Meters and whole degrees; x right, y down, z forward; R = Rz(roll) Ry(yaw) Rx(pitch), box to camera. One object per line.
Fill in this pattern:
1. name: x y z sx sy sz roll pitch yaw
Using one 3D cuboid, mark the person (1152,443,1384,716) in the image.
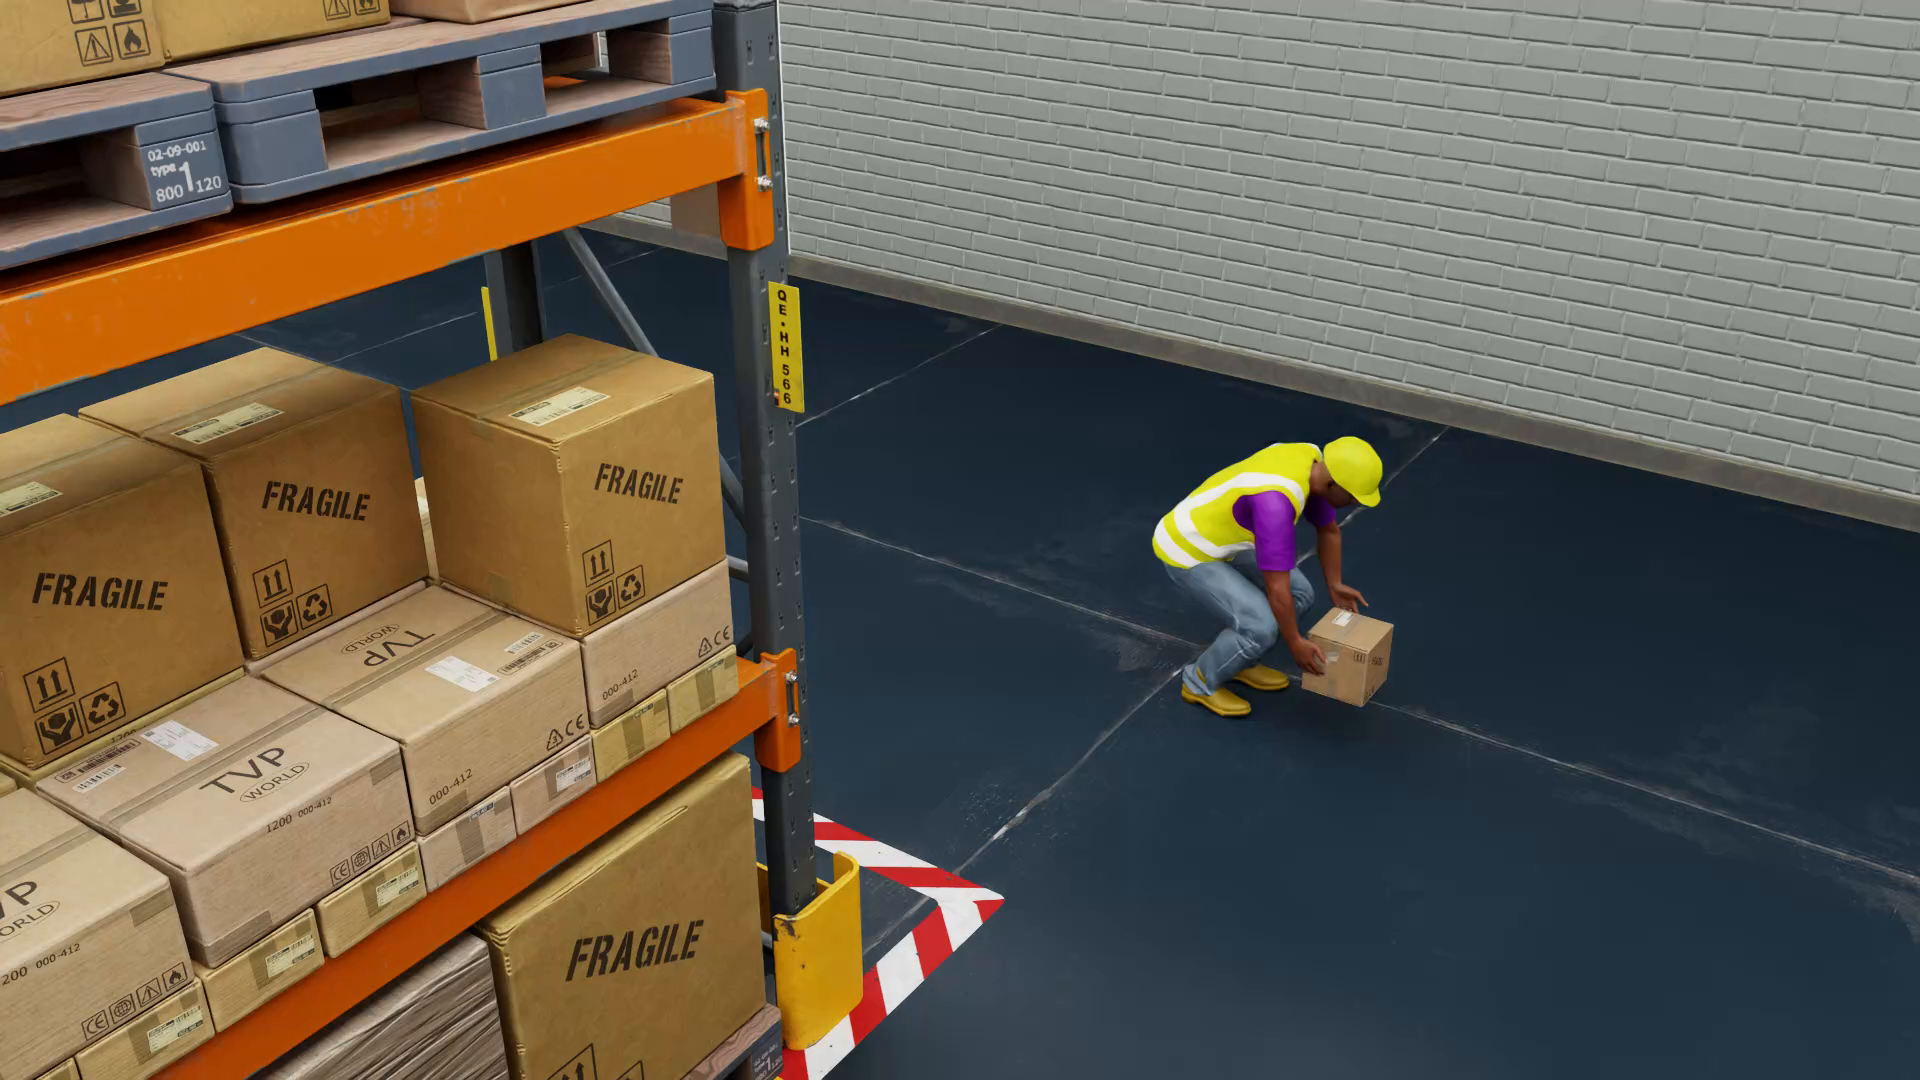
1. person: 1.201 0.099 6.547 0.846 1.181 0.616 17 31 30
